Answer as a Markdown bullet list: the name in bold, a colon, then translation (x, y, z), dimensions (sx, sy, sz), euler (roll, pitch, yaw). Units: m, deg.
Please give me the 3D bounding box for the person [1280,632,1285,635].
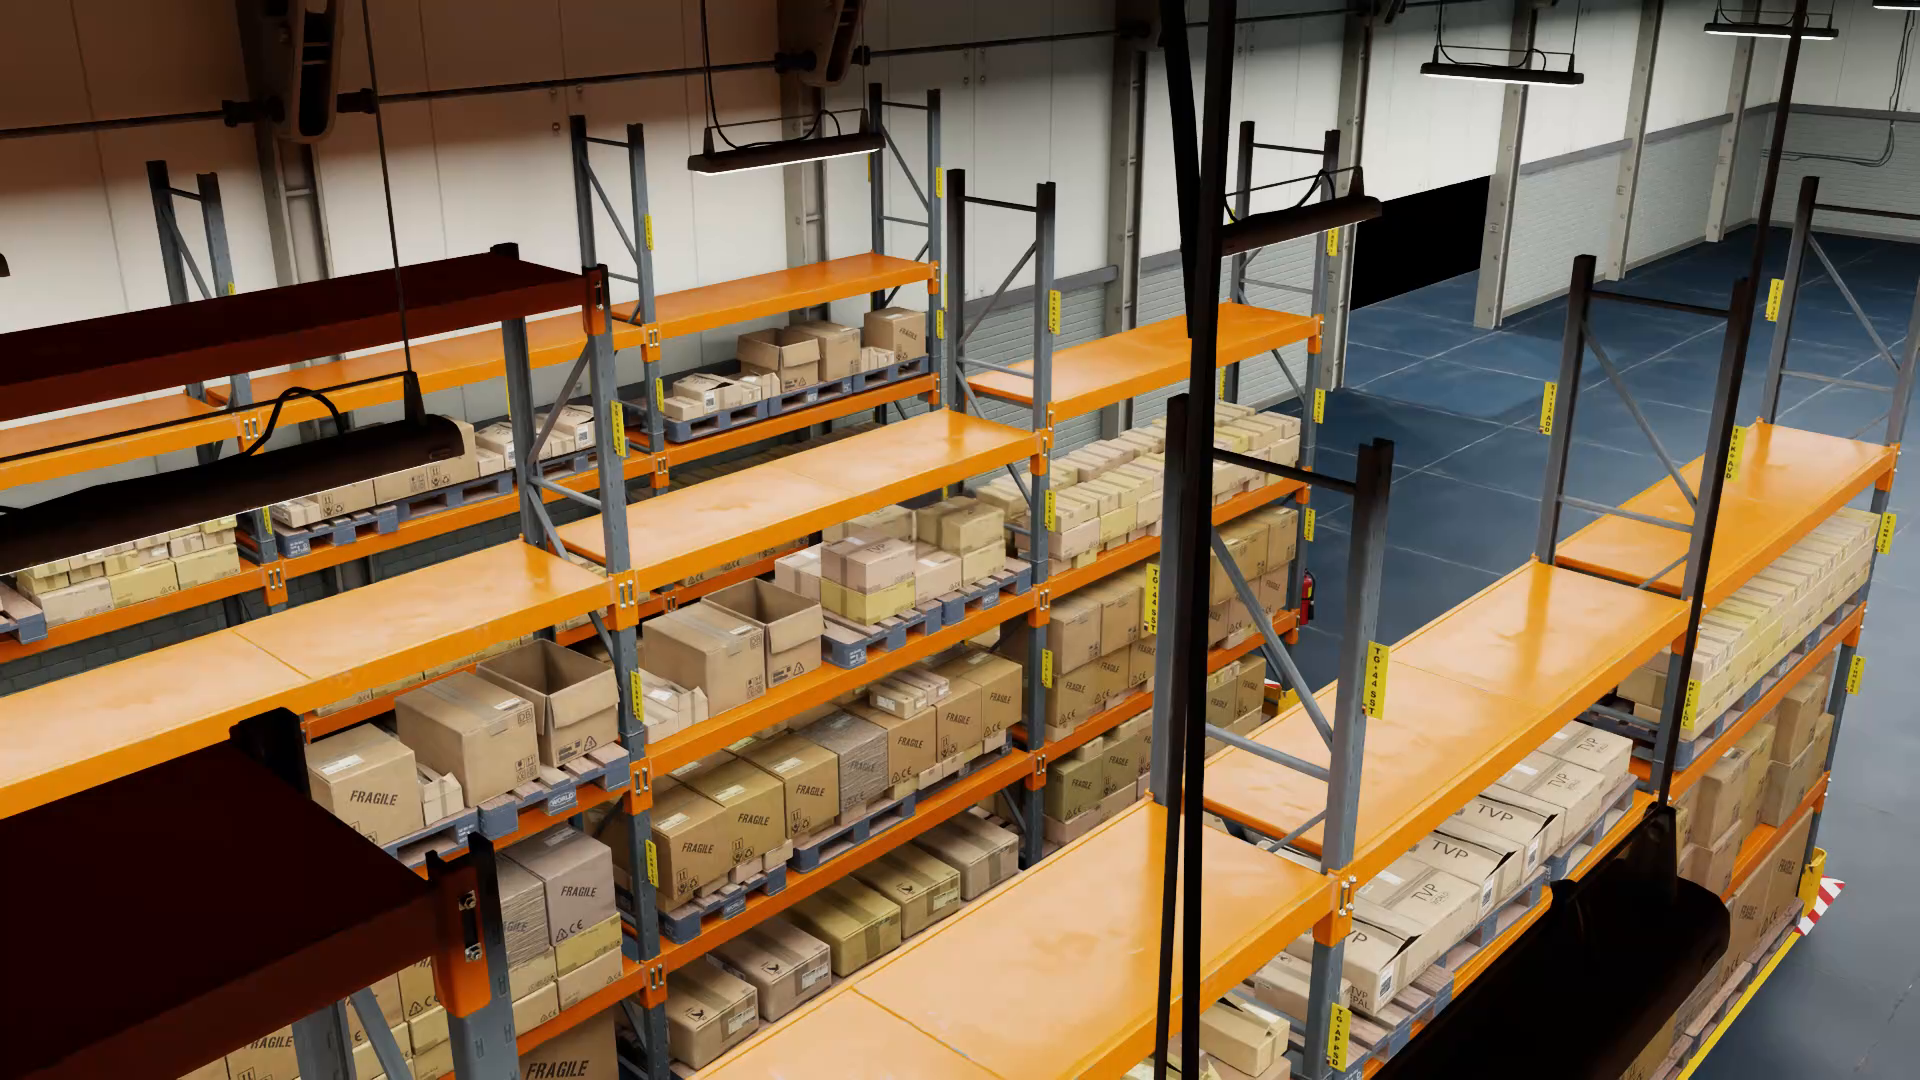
- **person**: translation (3.435, 0.431, 18.648), dimensions (1.006, 1.599, 0.504), euler (-2, 21, -6)
